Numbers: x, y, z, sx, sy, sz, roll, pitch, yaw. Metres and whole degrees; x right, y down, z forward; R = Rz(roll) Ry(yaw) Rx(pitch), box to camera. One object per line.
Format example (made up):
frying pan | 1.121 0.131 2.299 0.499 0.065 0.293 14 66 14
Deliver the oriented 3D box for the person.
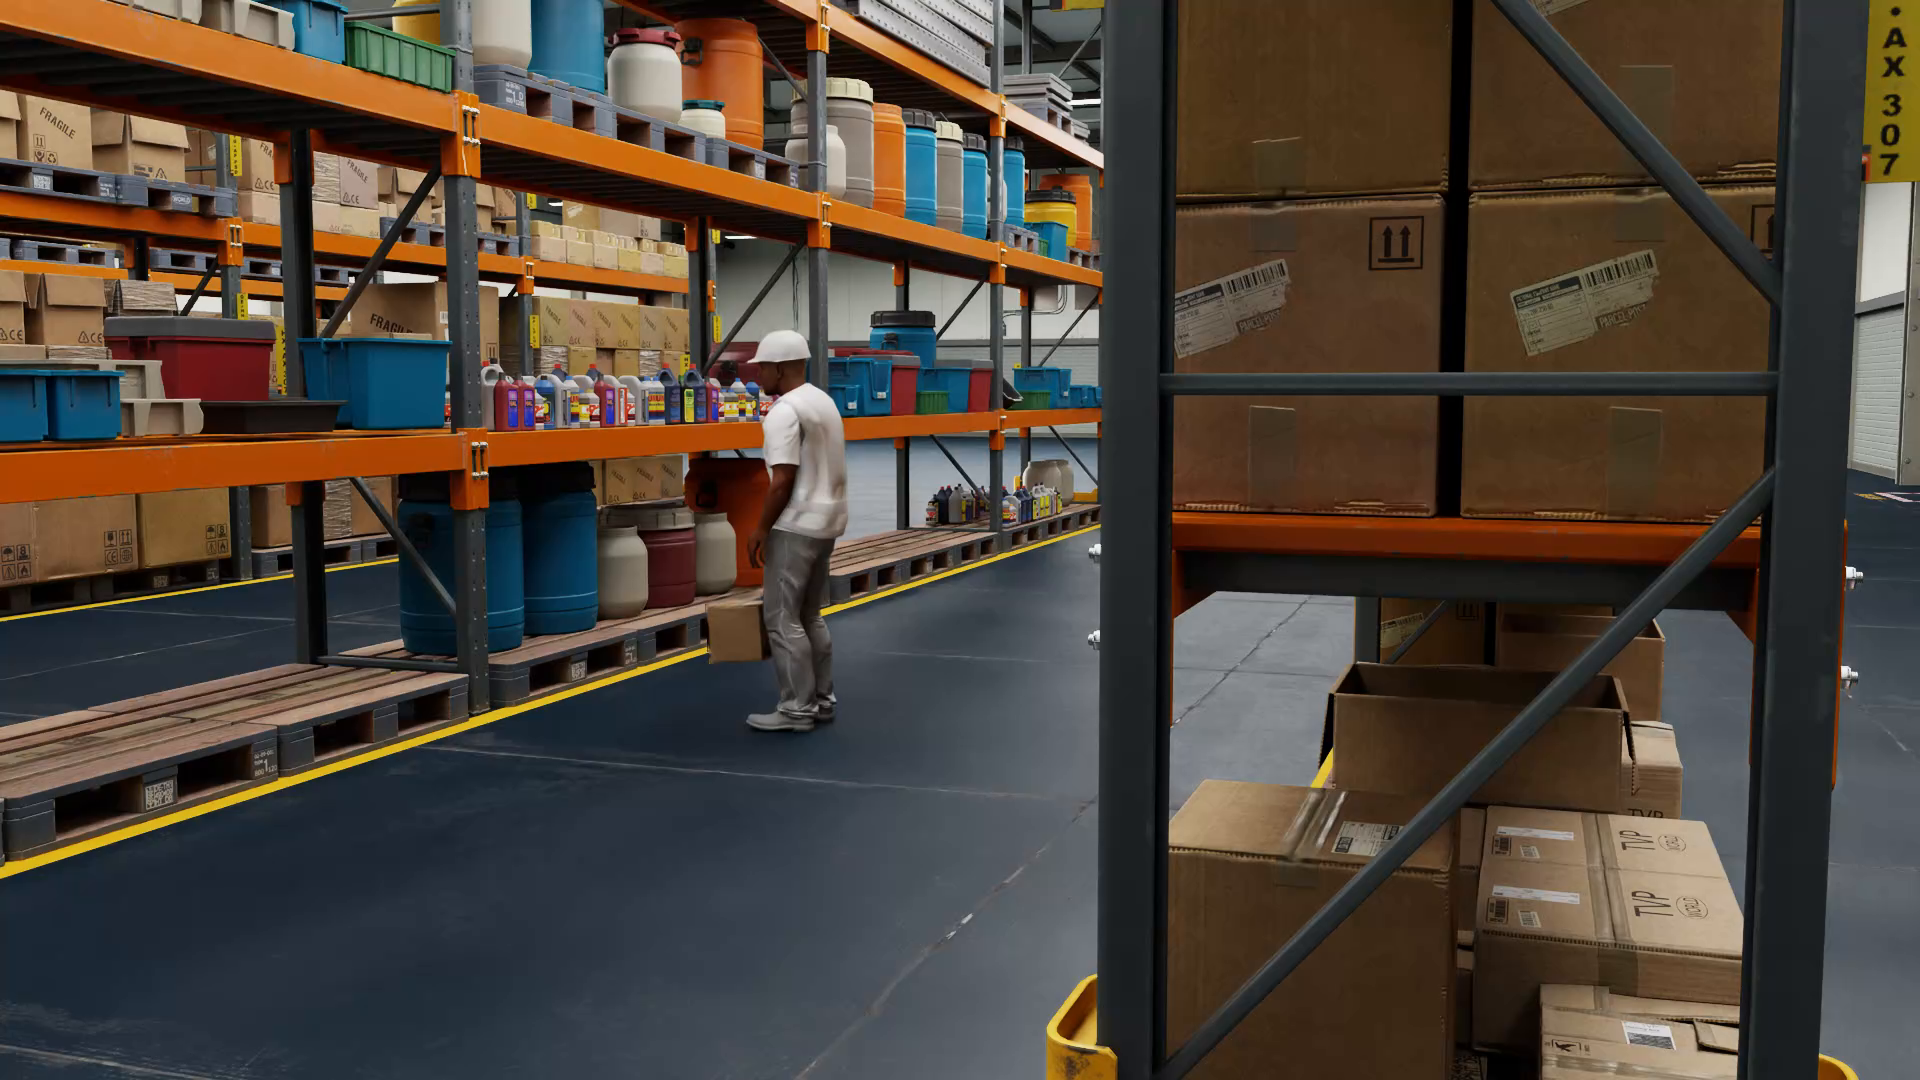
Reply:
person | -0.726 -0.045 7.384 0.435 1.764 0.594 2 5 17
